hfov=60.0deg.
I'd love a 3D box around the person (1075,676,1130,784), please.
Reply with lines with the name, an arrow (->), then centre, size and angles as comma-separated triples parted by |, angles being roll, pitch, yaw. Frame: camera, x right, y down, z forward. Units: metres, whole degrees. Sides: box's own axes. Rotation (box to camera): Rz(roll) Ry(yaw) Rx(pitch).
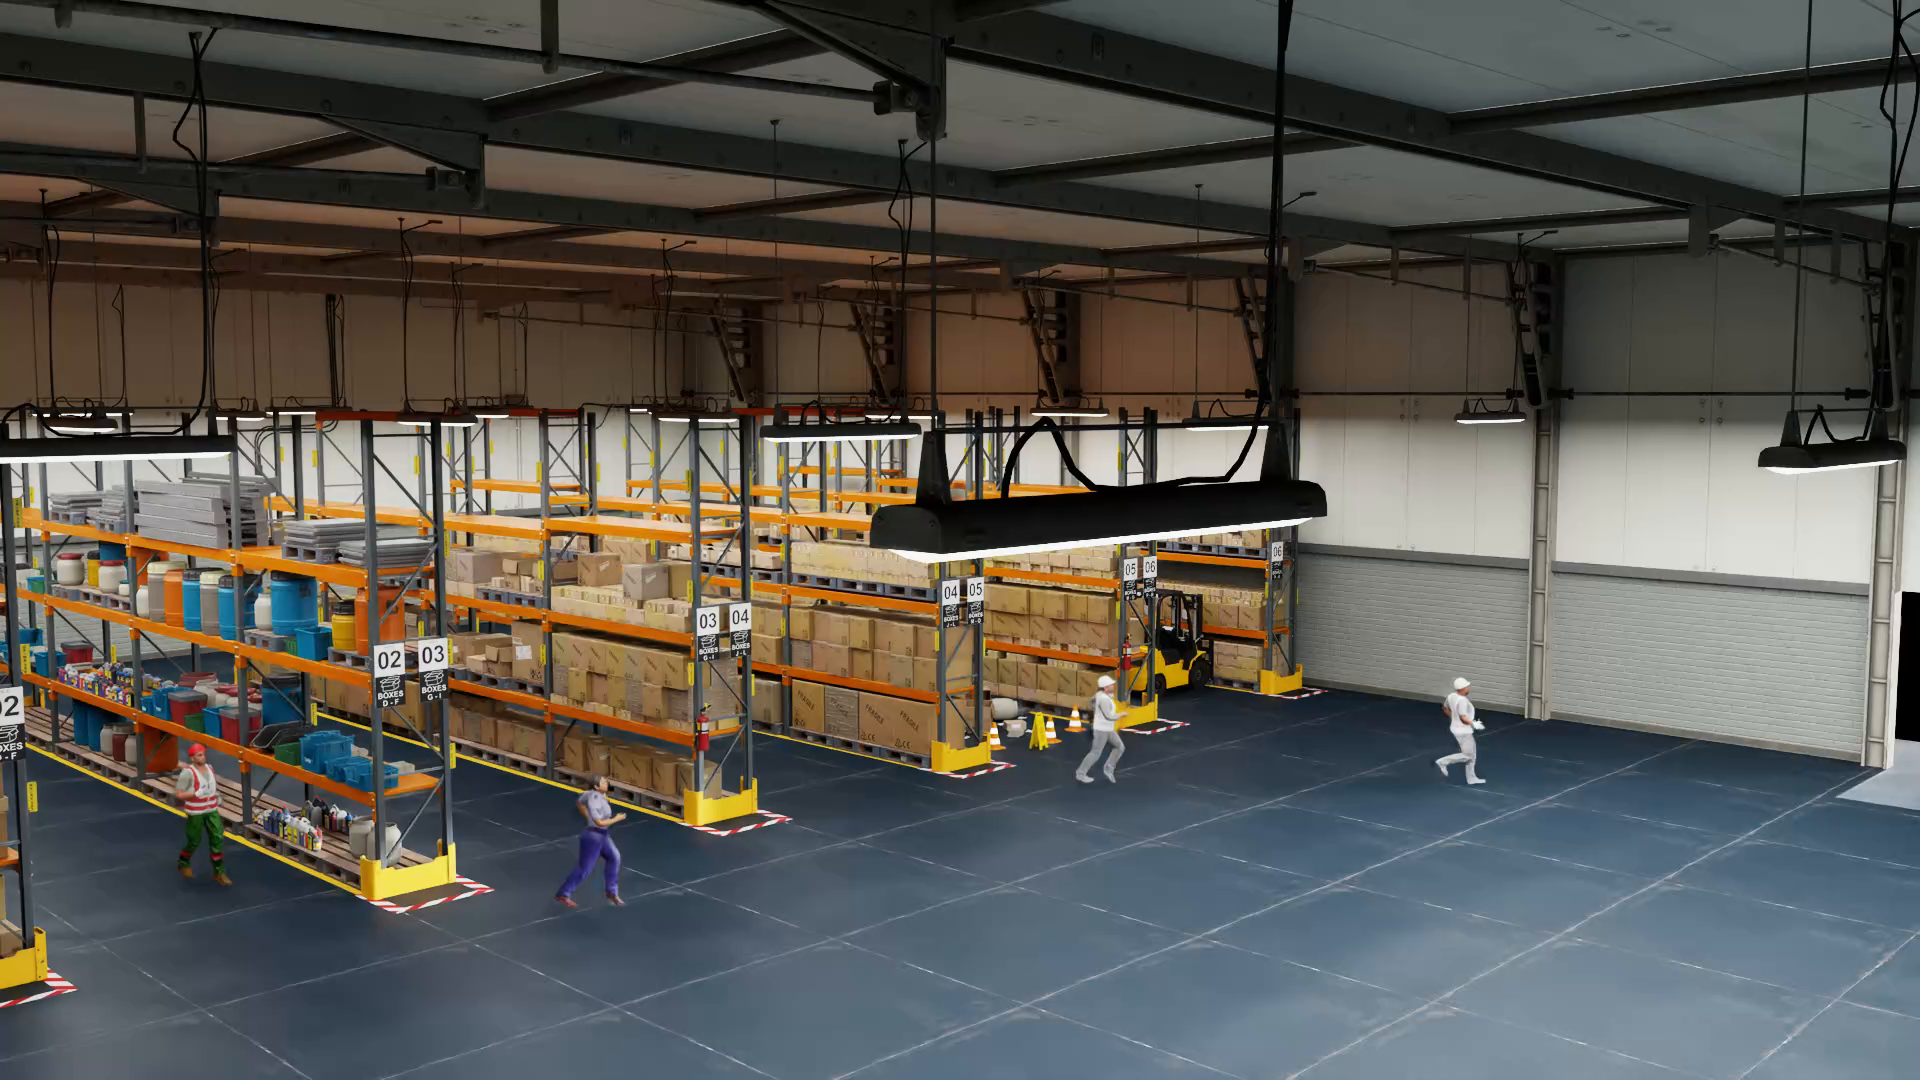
person -> 2.315, 3.069, 26.870 | 0.873, 1.788, 0.662 | 1, 5, 7

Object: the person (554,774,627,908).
person -> -4.535, 3.712, 20.431 | 0.881, 1.697, 0.611 | -1, 5, -9

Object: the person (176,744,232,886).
person -> -9.744, 3.509, 21.365 | 0.899, 1.800, 0.645 | 3, 6, 31

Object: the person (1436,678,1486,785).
person -> 8.094, 3.092, 26.863 | 0.855, 1.750, 0.696 | 0, 5, -1
